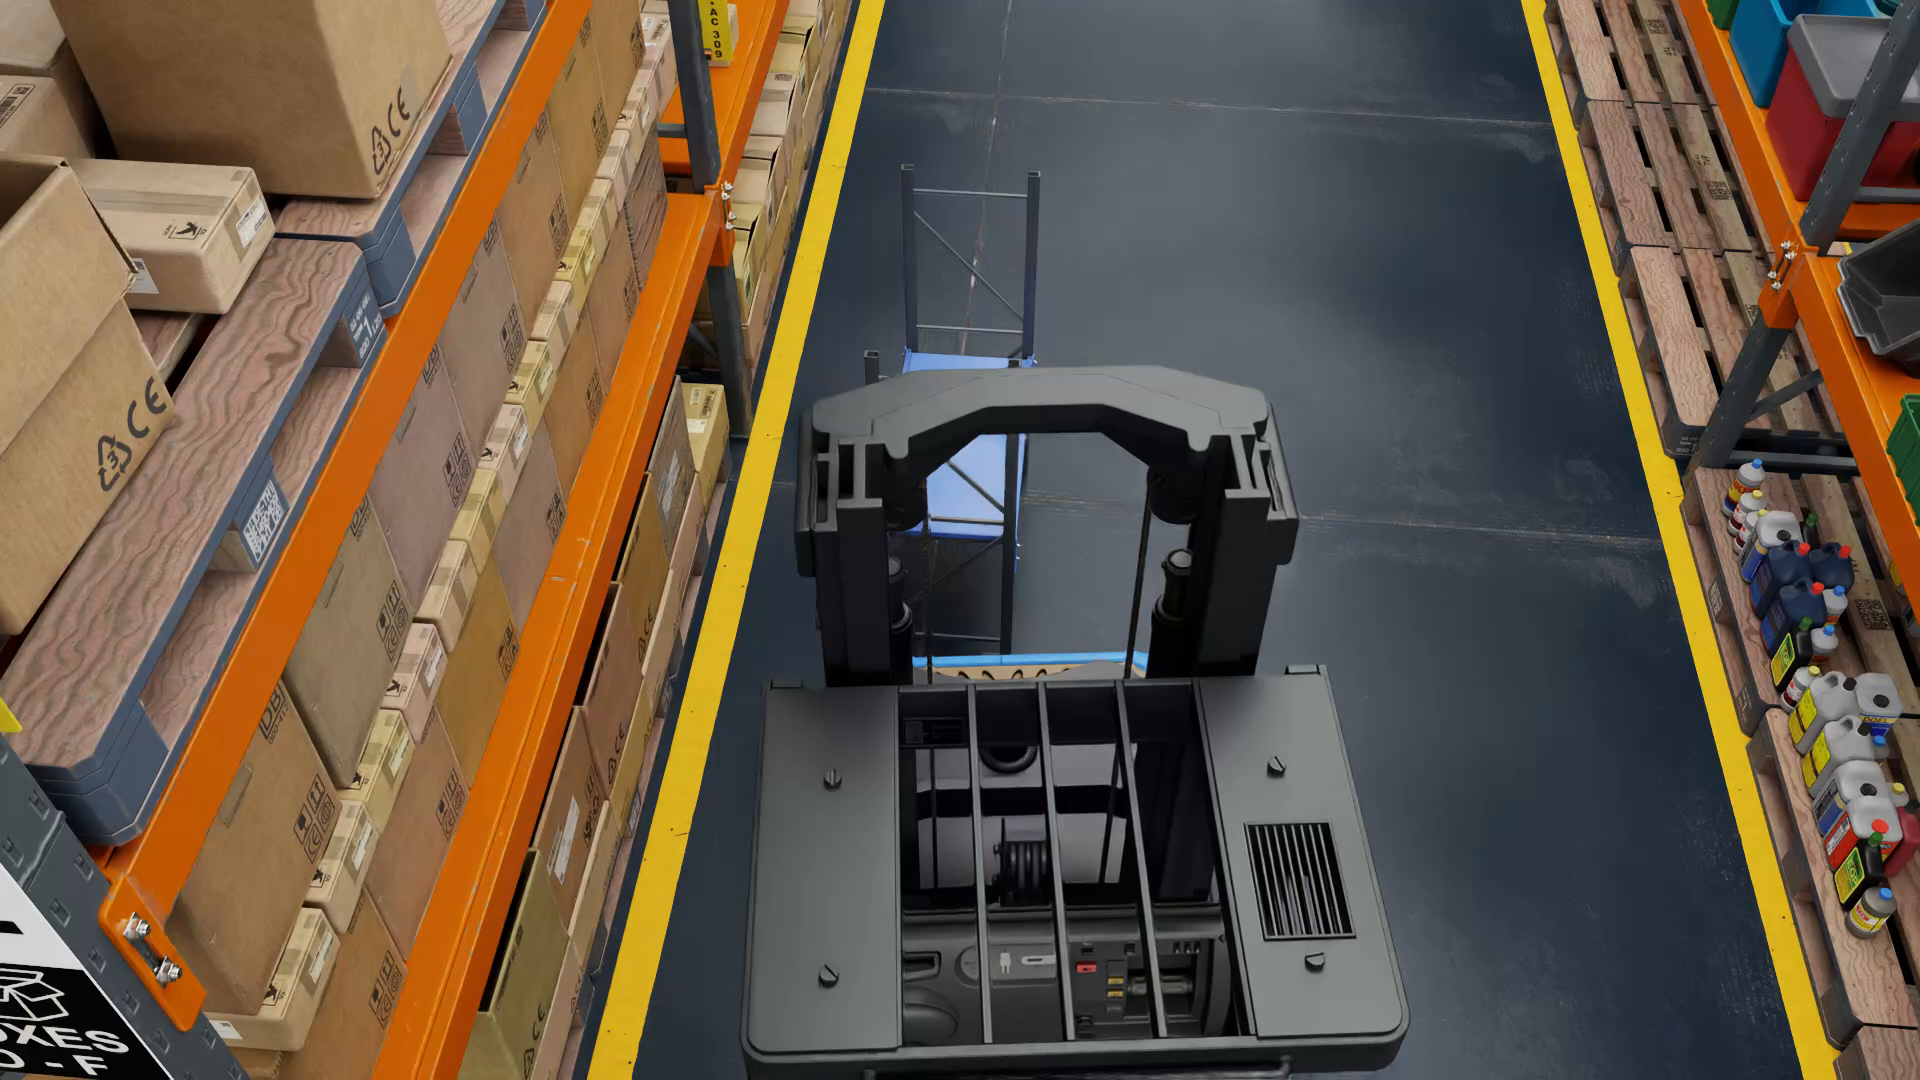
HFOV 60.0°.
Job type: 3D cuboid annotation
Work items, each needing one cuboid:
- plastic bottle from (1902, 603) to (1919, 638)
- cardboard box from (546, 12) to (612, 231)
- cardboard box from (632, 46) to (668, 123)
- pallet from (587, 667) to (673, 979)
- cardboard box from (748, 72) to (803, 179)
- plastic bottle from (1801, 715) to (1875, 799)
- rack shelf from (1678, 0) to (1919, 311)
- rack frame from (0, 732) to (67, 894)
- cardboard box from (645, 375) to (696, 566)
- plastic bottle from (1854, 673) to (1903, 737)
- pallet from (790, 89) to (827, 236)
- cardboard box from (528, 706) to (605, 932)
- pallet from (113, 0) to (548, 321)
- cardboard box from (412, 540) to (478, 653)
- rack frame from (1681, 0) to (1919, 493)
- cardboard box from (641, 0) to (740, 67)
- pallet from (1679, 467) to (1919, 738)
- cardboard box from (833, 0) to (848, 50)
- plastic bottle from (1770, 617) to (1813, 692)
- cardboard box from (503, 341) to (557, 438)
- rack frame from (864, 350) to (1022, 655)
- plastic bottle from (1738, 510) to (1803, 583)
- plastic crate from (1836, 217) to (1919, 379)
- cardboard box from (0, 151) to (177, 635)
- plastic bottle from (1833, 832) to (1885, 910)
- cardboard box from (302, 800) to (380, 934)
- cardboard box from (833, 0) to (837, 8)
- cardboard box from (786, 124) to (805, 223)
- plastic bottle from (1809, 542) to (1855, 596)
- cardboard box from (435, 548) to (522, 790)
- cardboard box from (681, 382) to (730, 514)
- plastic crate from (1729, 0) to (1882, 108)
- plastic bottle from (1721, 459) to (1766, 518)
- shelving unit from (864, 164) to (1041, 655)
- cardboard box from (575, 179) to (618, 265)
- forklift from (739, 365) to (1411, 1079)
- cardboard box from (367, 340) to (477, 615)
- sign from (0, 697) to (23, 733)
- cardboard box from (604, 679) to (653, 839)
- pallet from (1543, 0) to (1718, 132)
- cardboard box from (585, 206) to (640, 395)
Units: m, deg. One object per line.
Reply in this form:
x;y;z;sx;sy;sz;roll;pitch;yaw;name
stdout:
3.591;0.227;6.084;0.152;0.276;0.135;4;48;4;plastic bottle
-1.481;-1.296;4.982;0.700;0.500;0.500;4;48;3;cardboard box
-1.214;-1.561;5.663;0.380;0.149;0.250;4;48;3;cardboard box
-1.625;0.899;5.810;1.003;0.211;1.213;4;48;4;pallet
-1.020;-1.960;7.735;0.500;0.311;0.500;2;48;2;cardboard box
2.970;0.712;5.589;0.144;0.351;0.185;6;48;5;plastic bottle
3.712;-2.413;7.438;1.077;0.370;4.000;4;48;4;rack shelf
-1.767;-0.608;1.233;1.000;3.000;0.127;4;48;4;rack frame
-1.284;-0.267;6.058;0.500;0.500;0.500;4;48;4;cardboard box
3.137;0.592;5.749;0.152;0.276;0.135;4;48;4;plastic bottle
-1.266;-2.024;8.484;1.003;0.211;1.213;4;48;4;pallet
-1.420;0.835;5.050;0.500;0.500;0.500;4;48;4;cardboard box
-1.568;-0.982;3.669;1.003;0.211;1.213;4;48;4;pallet
-1.424;0.132;4.115;0.380;0.149;0.250;2;48;2;cardboard box
3.530;-1.186;5.828;1.000;3.000;0.127;4;48;4;rack frame
-1.118;-2.075;6.811;0.380;0.149;0.250;4;48;4;cardboard box
3.427;0.245;6.408;1.003;0.211;1.213;4;48;4;pallet
-0.886;-2.893;8.968;0.500;0.250;0.500;3;48;3;cardboard box
2.969;0.404;5.916;0.061;0.283;0.133;6;48;5;plastic bottle
-1.352;-0.432;4.631;0.380;0.149;0.250;5;48;5;cardboard box
-0.054;-0.070;5.824;0.500;1.500;0.032;4;48;4;rack frame
3.062;0.028;6.265;0.152;0.276;0.135;5;48;5;plastic bottle
3.356;-0.789;5.507;0.767;0.338;0.504;4;48;4;plastic crate
-1.710;-0.241;2.481;0.797;0.503;0.637;7;48;6;cardboard box
2.889;1.055;5.321;0.061;0.283;0.133;5;48;4;plastic bottle
-1.495;0.696;3.599;0.380;0.149;0.250;3;48;3;cardboard box
-0.881;-3.081;8.760;0.500;0.311;0.500;3;48;3;cardboard box
-1.027;-1.772;7.943;0.500;0.250;0.500;3;48;2;cardboard box
3.187;0.134;6.118;0.144;0.351;0.185;4;48;4;plastic bottle
-1.618;0.290;4.410;0.700;0.500;0.500;4;48;4;cardboard box
-1.227;-0.381;6.670;0.500;0.250;0.500;4;48;4;cardboard box
3.321;-2.012;6.595;0.392;0.384;0.575;4;48;4;plastic crate
3.064;-0.209;6.485;0.097;0.271;0.097;0;48;0;plastic bottle
-0.008;-0.443;6.165;0.538;1.500;1.048;4;48;4;shelving unit
-1.283;-0.993;5.144;0.380;0.149;0.250;4;48;3;cardboard box
0.174;1.170;3.720;1.130;2.935;3.031;-1;48;-1;forklift
-1.619;-0.193;3.973;0.700;0.500;0.500;4;48;4;cardboard box
-1.215;0.125;1.950;0.100;0.325;0.005;4;48;4;sign
-1.358;0.722;5.661;0.500;0.250;0.500;4;48;4;cardboard box
3.785;-2.618;9.027;1.003;0.211;1.213;4;48;4;pallet
-1.478;-0.841;5.445;0.700;0.500;0.500;3;48;3;cardboard box
